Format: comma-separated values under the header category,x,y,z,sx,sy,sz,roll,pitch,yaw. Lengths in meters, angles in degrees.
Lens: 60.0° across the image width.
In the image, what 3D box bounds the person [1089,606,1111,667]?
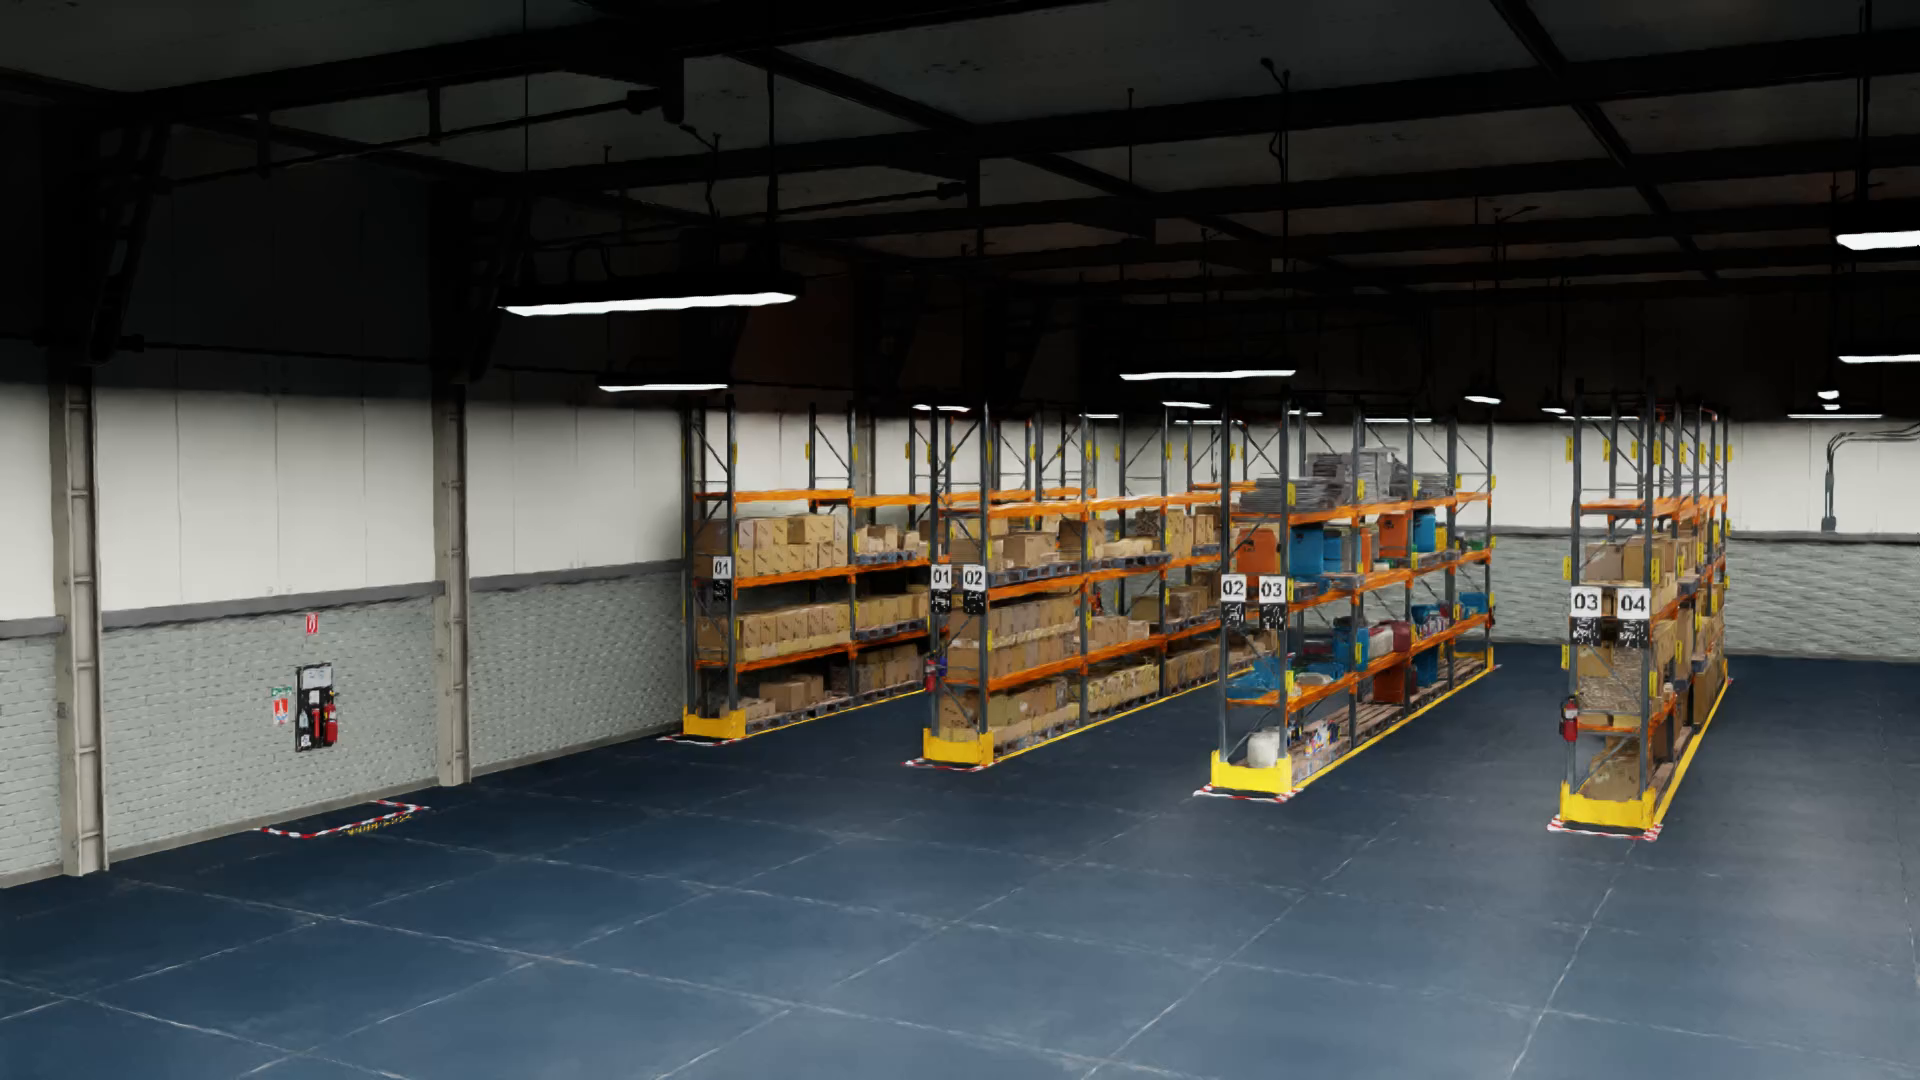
category,x,y,z,sx,sy,sz,roll,pitch,yaw
person,3.084,2.261,36.279,0.682,1.676,0.535,1,3,26

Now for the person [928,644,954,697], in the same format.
category,x,y,z,sx,sy,sz,roll,pitch,yaw
person,-0.397,2.623,29.826,0.447,1.571,1.074,2,4,32
